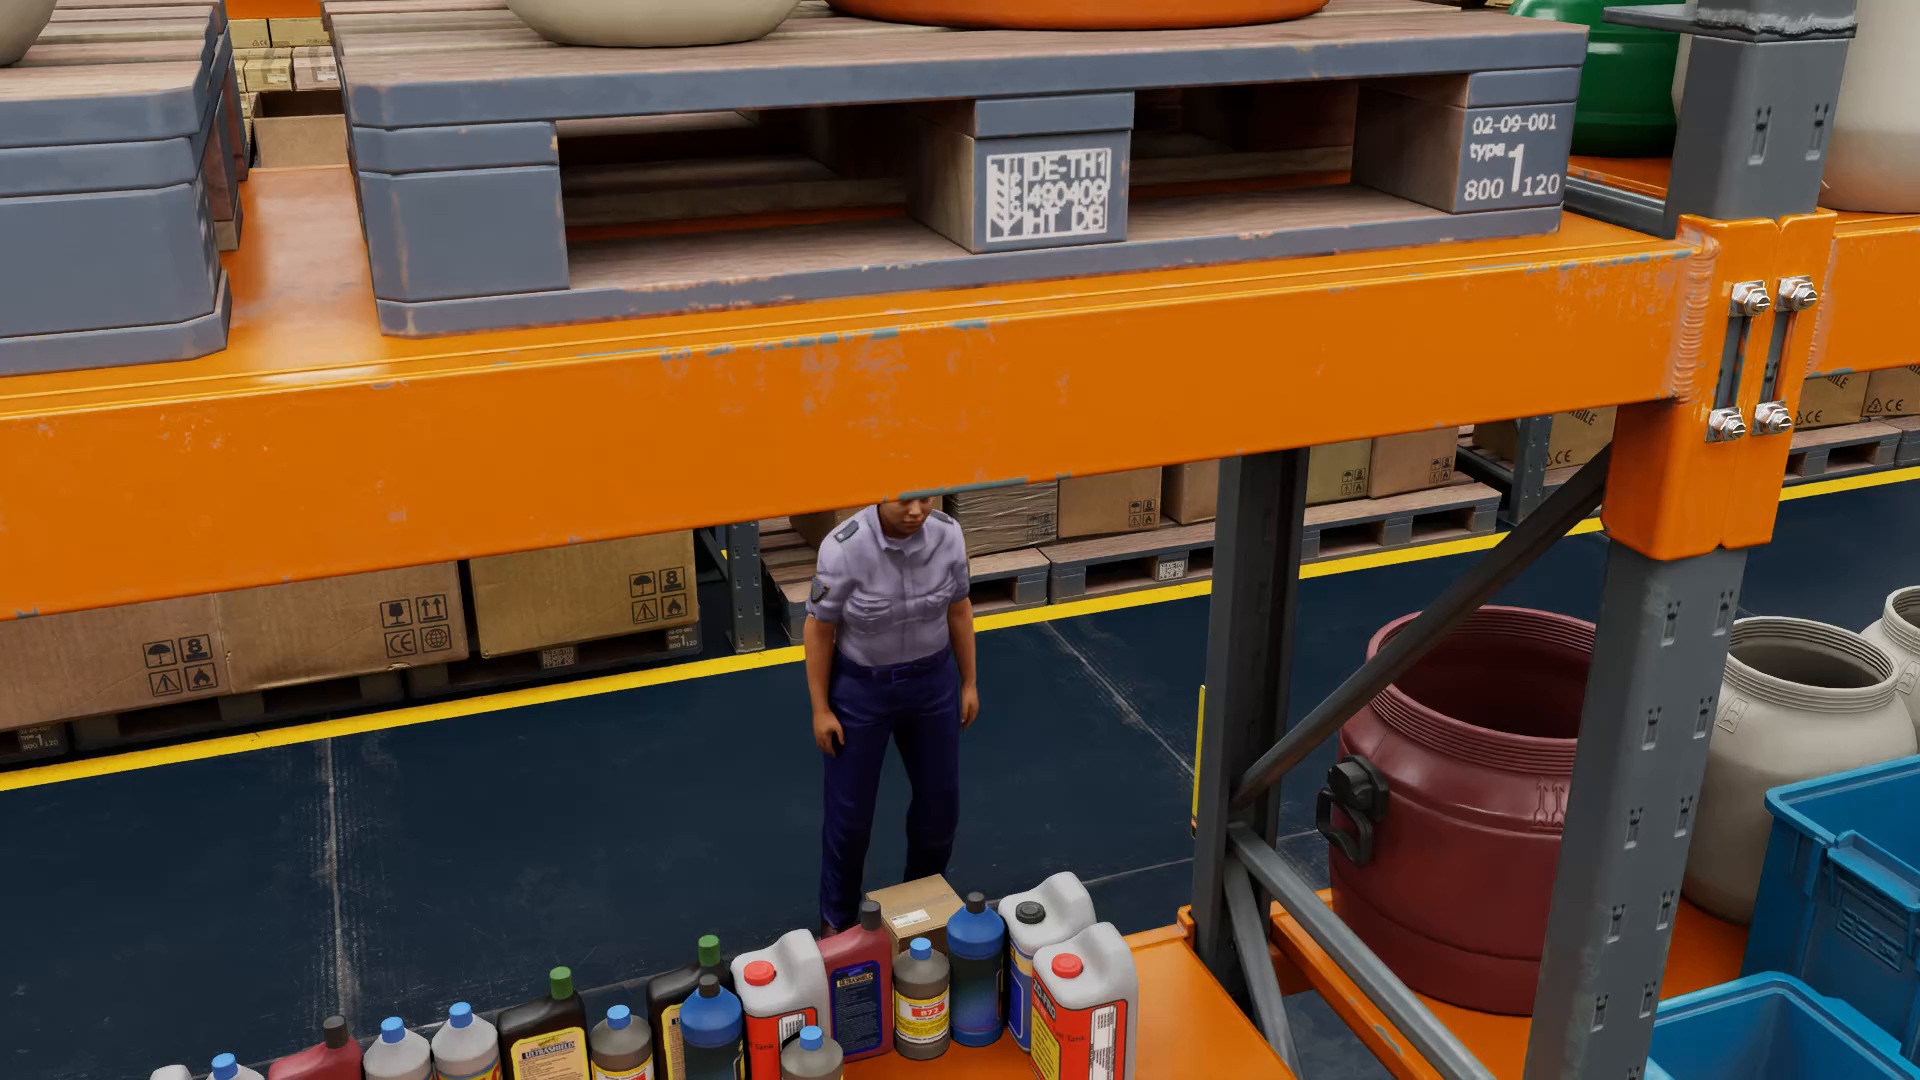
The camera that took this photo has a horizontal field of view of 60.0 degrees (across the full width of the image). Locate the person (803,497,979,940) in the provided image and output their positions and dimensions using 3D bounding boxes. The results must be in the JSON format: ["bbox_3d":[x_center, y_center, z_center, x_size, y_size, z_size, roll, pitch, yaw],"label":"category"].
[{"bbox_3d":[-0.209,0.476,4.965,0.554,1.652,0.367,-9,24,-20],"label":"person"}]
